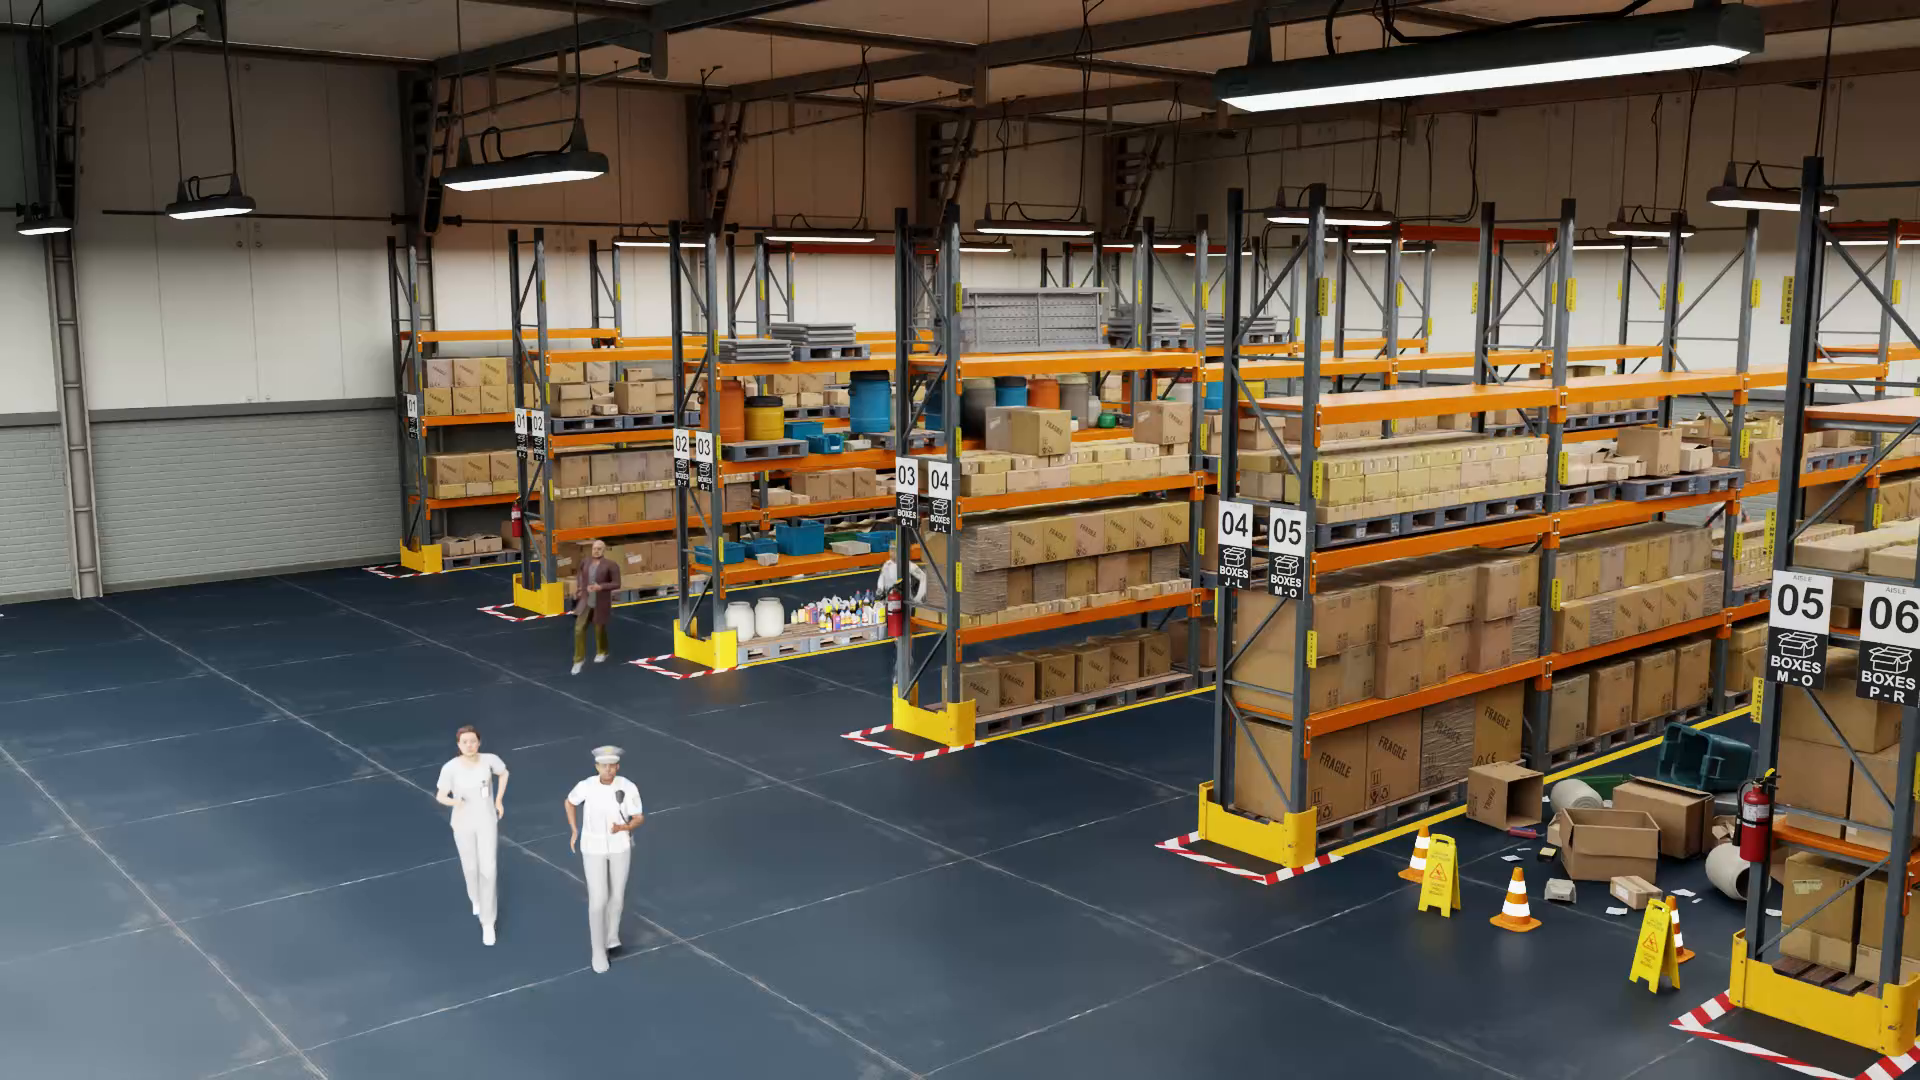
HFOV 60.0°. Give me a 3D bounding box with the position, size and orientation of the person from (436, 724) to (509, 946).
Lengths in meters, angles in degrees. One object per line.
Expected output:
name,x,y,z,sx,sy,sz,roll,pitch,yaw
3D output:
person,-3.891,2.313,13.328,0.551,1.726,0.784,-2,9,-13

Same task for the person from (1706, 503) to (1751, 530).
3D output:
person,13.320,-0.066,28.717,0.754,1.689,0.540,-2,9,-11

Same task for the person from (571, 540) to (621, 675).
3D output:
person,-4.861,0.894,22.374,0.698,1.828,0.817,1,9,9

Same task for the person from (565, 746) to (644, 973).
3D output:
person,-2.693,2.403,12.691,0.557,1.741,0.686,-3,9,-19

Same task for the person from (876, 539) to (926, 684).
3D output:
person,-0.768,0.881,20.852,0.632,1.813,0.700,7,11,37
